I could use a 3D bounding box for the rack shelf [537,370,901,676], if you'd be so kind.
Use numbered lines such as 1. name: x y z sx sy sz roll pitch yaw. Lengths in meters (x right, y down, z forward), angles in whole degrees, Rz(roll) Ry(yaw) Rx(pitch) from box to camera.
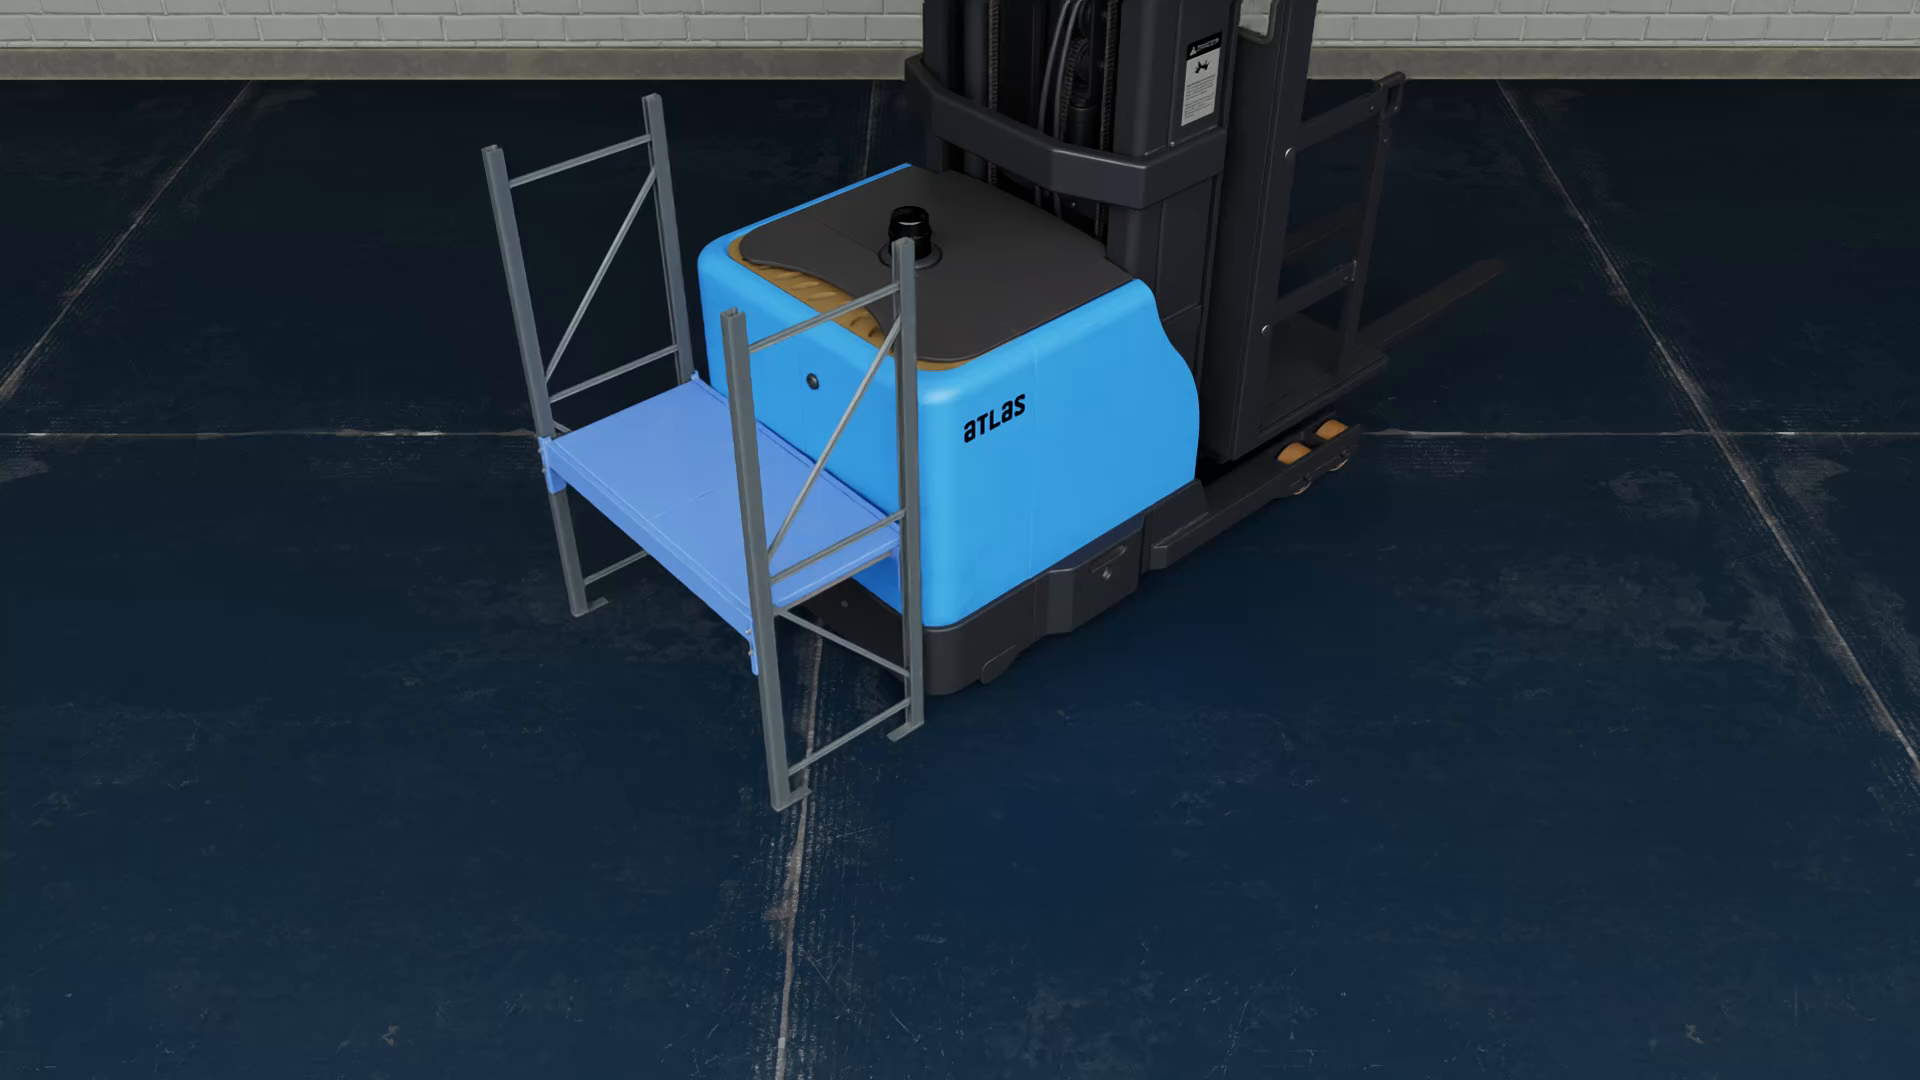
1. rack shelf: -0.631 -0.079 4.437 0.538 0.185 1.000 -29 47 -31

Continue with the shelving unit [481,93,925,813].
1. shelving unit: -0.631 -0.219 4.324 0.538 1.500 1.048 -29 47 -31

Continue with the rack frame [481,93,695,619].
1. rack frame: -0.964 -0.460 4.624 0.500 1.500 0.032 -29 47 -31

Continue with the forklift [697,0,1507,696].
1. forklift: 0.692 -1.510 4.790 3.031 2.935 1.130 -30 47 -32

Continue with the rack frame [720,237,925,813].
1. rack frame: -0.298 0.021 4.025 0.500 1.500 0.032 -29 47 -31
